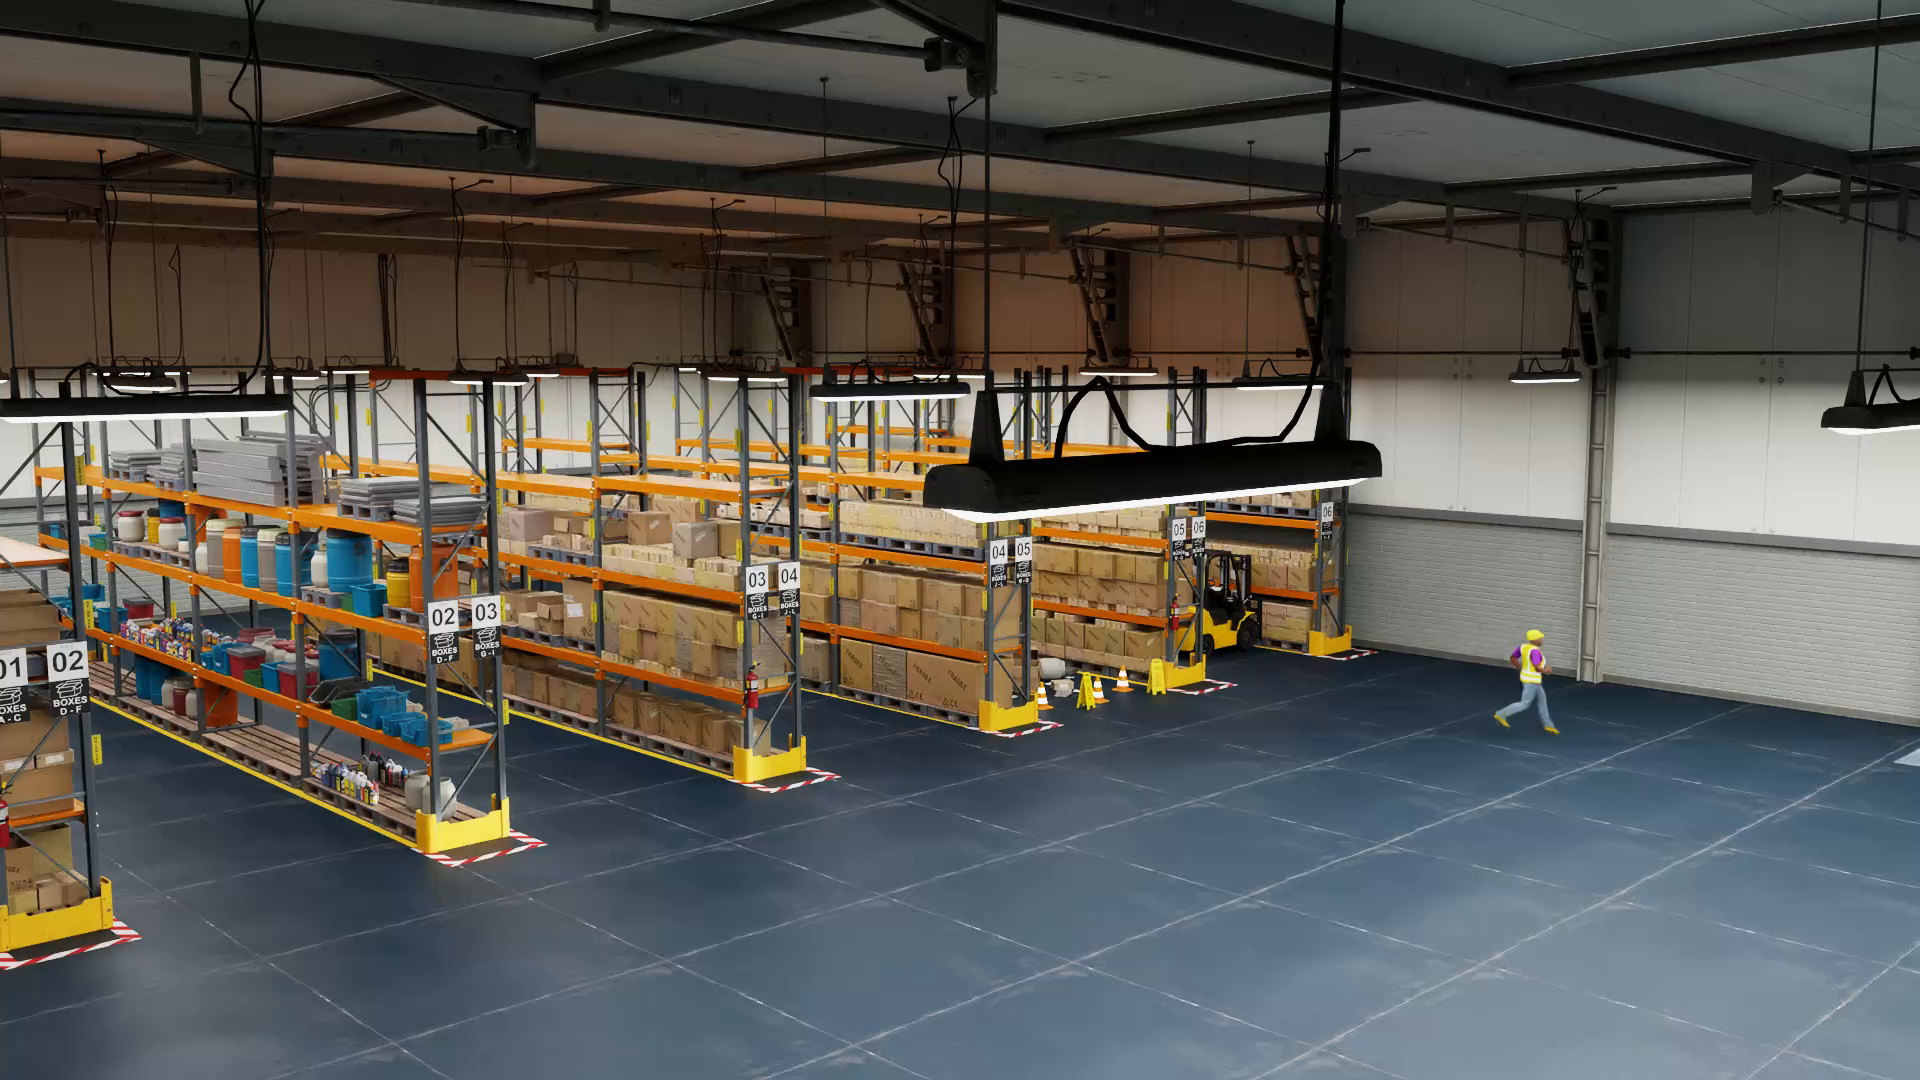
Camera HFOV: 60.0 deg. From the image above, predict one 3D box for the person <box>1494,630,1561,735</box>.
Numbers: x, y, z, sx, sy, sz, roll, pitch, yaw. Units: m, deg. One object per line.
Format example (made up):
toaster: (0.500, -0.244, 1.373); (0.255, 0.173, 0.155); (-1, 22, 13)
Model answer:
person: (9.411, 2.367, 27.461); (1.134, 1.779, 0.662); (1, 6, 6)

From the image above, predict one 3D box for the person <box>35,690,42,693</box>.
person: (-15.054, 2.494, 26.741); (0.694, 1.653, 0.630); (5, 8, 38)
